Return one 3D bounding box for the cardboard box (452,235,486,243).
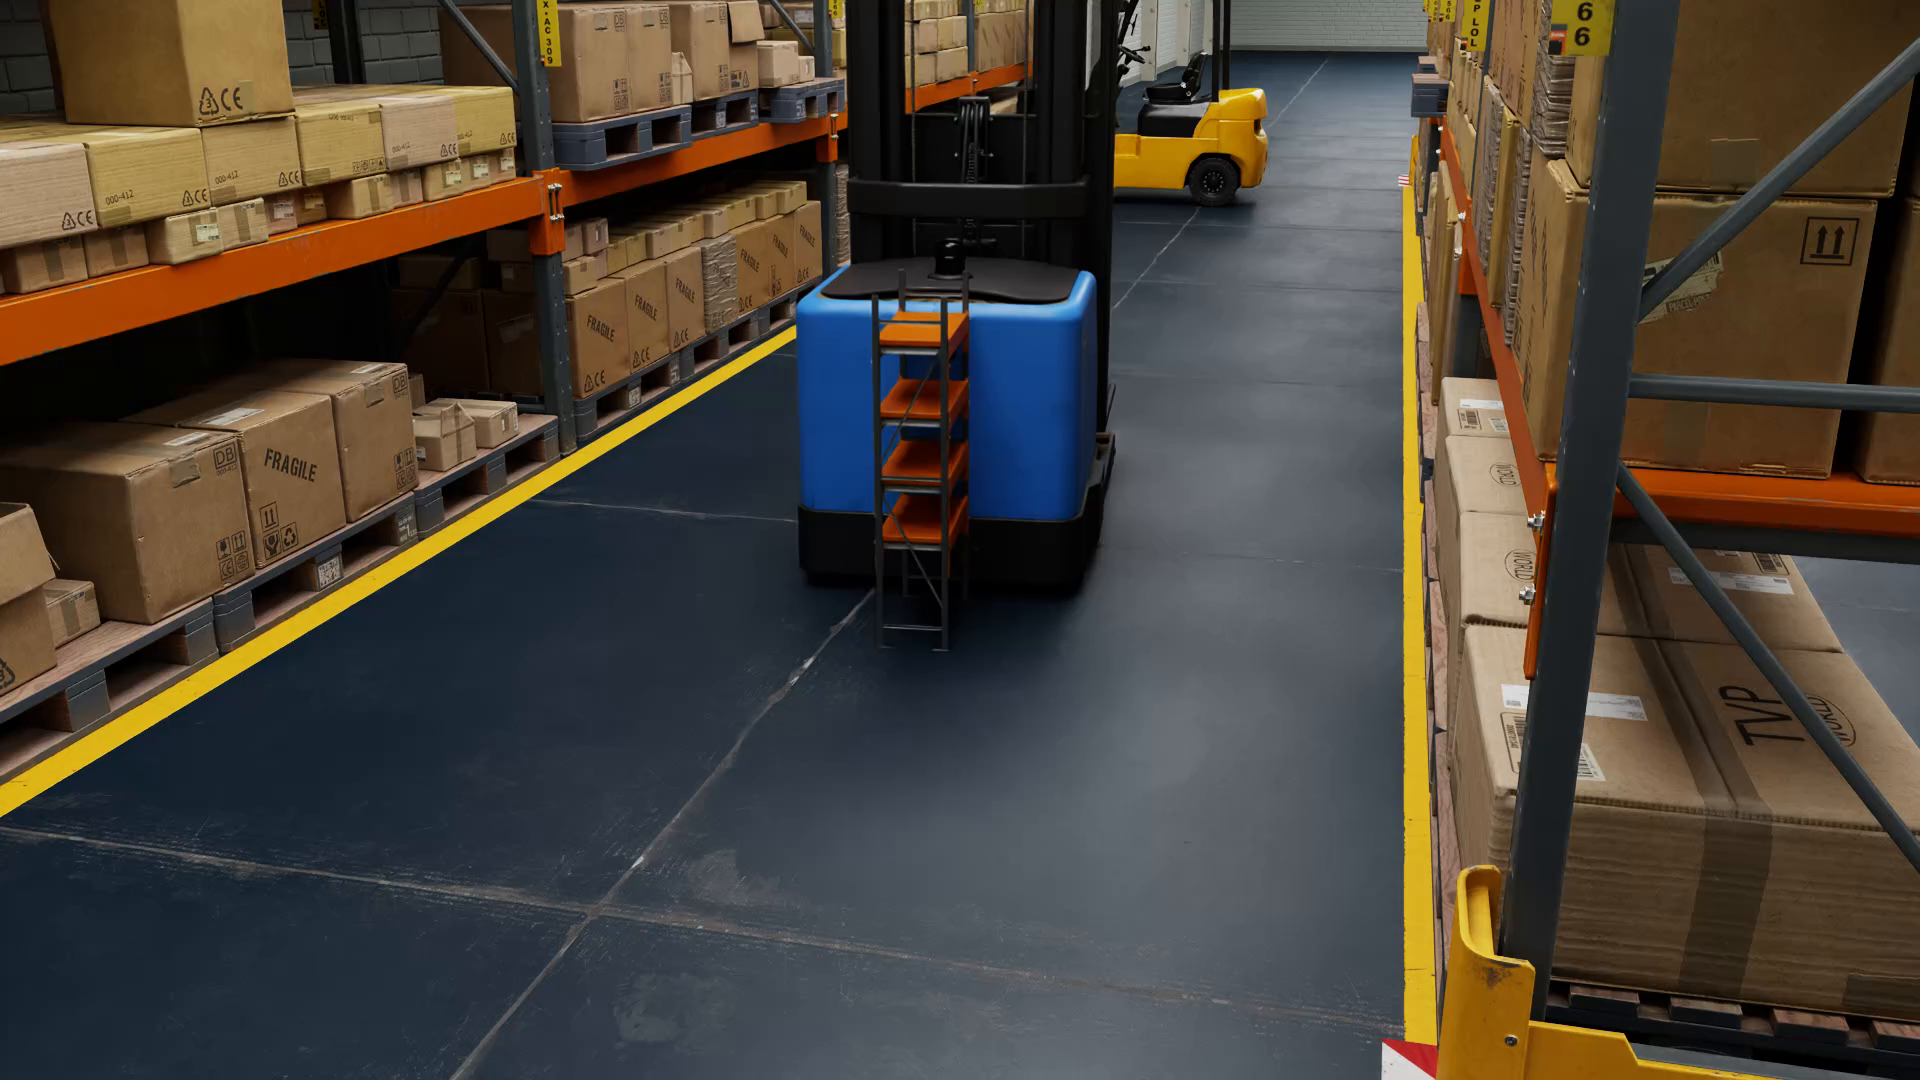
[{"bbox_3d":[-2.403,-1.485,8.607,0.380,0.149,0.250,5,19,14],"label":"cardboard box"}]

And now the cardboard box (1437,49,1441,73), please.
[{"bbox_3d":[3.456,-3.266,11.347,0.380,0.149,0.250,5,19,14],"label":"cardboard box"}]

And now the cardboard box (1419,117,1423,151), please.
[{"bbox_3d":[4.828,-4.084,16.448,0.500,0.500,0.500,4,19,11],"label":"cardboard box"}]

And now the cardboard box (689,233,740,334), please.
[{"bbox_3d":[-1.608,-1.499,9.654,0.500,0.500,0.500,4,19,11],"label":"cardboard box"}]

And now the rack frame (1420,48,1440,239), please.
[{"bbox_3d":[4.445,-3.981,13.701,1.000,3.000,0.127,5,19,13],"label":"rack frame"}]

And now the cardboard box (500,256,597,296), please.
[{"bbox_3d":[-1.978,-1.278,8.003,0.380,0.149,0.250,6,20,16],"label":"cardboard box"}]

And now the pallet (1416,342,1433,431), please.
[{"bbox_3d":[2.902,-0.785,8.659,1.003,0.211,1.213,5,19,13],"label":"pallet"}]

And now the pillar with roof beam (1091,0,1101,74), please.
[{"bbox_3d":[6.670,-11.738,27.132,9.100,9.000,0.400,5,19,13],"label":"pillar with roof beam"}]

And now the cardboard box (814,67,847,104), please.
[{"bbox_3d":[-1.001,-3.166,11.549,0.500,0.250,0.500,5,19,14],"label":"cardboard box"}]

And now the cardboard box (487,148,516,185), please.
[{"bbox_3d":[-2.157,-1.625,7.194,0.380,0.149,0.250,5,19,14],"label":"cardboard box"}]

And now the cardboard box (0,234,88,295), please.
[{"bbox_3d":[-2.786,-0.816,4.823,0.380,0.149,0.250,5,20,15],"label":"cardboard box"}]

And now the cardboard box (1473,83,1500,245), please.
[{"bbox_3d":[1.995,-1.237,5.513,0.500,0.500,0.500,5,19,14],"label":"cardboard box"}]

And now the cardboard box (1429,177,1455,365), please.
[{"bbox_3d":[2.996,-1.431,8.874,0.875,0.875,0.875,5,19,14],"label":"cardboard box"}]

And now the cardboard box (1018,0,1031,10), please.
[{"bbox_3d":[0.505,-5.445,16.829,0.380,0.149,0.250,5,19,14],"label":"cardboard box"}]

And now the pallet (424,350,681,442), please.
[{"bbox_3d":[-2.162,-0.802,8.710,1.003,0.211,1.213,5,19,13],"label":"pallet"}]

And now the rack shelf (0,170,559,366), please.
[{"bbox_3d":[-2.813,-0.897,5.785,1.077,0.370,4.000,5,19,13],"label":"rack shelf"}]

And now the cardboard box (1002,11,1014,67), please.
[{"bbox_3d":[0.226,-4.861,16.122,0.500,0.500,0.500,4,19,13],"label":"cardboard box"}]

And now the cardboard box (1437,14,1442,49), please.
[{"bbox_3d":[3.547,-3.599,11.320,0.500,0.500,0.500,3,19,10],"label":"cardboard box"}]

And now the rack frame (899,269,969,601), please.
[{"bbox_3d":[-0.090,-0.353,5.864,0.240,1.200,0.015,3,19,8],"label":"rack frame"}]

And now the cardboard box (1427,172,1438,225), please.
[{"bbox_3d":[4.319,-2.771,13.576,0.950,0.372,0.625,5,19,14],"label":"cardboard box"}]

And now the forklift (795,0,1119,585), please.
[{"bbox_3d":[0.121,-1.662,7.018,1.130,2.935,3.031,3,19,8],"label":"forklift"}]

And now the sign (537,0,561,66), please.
[{"bbox_3d":[-1.796,-2.233,7.246,0.100,0.325,0.005,5,19,13],"label":"sign"}]

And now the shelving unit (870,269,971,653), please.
[{"bbox_3d":[-0.124,-0.275,5.635,0.258,1.200,0.503,3,19,8],"label":"shelving unit"}]

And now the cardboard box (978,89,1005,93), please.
[{"bbox_3d":[0.188,-4.703,17.874,0.500,0.250,0.500,5,19,13],"label":"cardboard box"}]

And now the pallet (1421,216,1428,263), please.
[{"bbox_3d":[4.256,-2.417,13.437,1.003,0.211,1.213,5,19,13],"label":"pallet"}]

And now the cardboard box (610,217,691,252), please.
[{"bbox_3d":[-1.720,-1.692,9.216,0.380,0.149,0.250,5,20,15],"label":"cardboard box"}]

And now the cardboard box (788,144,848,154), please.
[{"bbox_3d":[-0.865,-2.804,13.279,0.875,0.625,0.625,4,19,11],"label":"cardboard box"}]

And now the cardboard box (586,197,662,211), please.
[{"bbox_3d":[-2.024,-1.973,10.036,0.380,0.149,0.250,4,19,12],"label":"cardboard box"}]

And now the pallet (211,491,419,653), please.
[{"bbox_3d":[-2.789,0.055,6.202,1.003,0.211,1.213,5,19,13],"label":"pallet"}]

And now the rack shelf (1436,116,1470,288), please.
[{"bbox_3d":[2.979,-1.760,8.311,1.077,0.370,4.000,5,19,13],"label":"rack shelf"}]

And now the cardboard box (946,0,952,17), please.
[{"bbox_3d":[-0.283,-4.519,14.118,0.380,0.149,0.250,4,19,13],"label":"cardboard box"}]

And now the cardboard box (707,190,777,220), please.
[{"bbox_3d":[-1.365,-2.099,10.405,0.380,0.149,0.250,4,19,12],"label":"cardboard box"}]

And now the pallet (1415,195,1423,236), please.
[{"bbox_3d":[4.575,-2.874,14.776,1.003,0.211,1.213,5,19,13],"label":"pallet"}]

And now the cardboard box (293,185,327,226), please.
[{"bbox_3d":[-2.537,-1.224,6.019,0.380,0.149,0.250,5,19,14],"label":"cardboard box"}]

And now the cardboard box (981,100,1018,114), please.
[{"bbox_3d":[0.298,-4.185,16.358,0.500,0.250,0.500,5,20,15],"label":"cardboard box"}]

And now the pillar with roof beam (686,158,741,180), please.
[{"bbox_3d":[2.272,-6.096,10.614,9.100,9.000,0.400,5,19,13],"label":"pillar with roof beam"}]

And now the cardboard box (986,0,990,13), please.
[{"bbox_3d":[0.062,-4.970,15.439,0.380,0.149,0.250,5,19,13],"label":"cardboard box"}]

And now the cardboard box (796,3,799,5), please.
[{"bbox_3d":[-1.393,-3.840,12.130,0.380,0.149,0.250,4,19,12],"label":"cardboard box"}]

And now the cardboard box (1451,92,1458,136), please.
[{"bbox_3d":[2.996,-2.360,9.188,0.500,0.250,0.500,4,19,12],"label":"cardboard box"}]

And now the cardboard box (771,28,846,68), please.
[{"bbox_3d":[-0.977,-3.401,11.463,0.500,0.250,0.500,5,19,13],"label":"cardboard box"}]

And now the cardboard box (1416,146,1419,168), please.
[{"bbox_3d":[4.957,-3.901,17.072,0.500,0.250,0.500,4,19,13],"label":"cardboard box"}]

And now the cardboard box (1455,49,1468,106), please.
[{"bbox_3d":[2.706,-2.278,8.175,0.500,0.250,0.500,5,19,14],"label":"cardboard box"}]

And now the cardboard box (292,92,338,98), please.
[{"bbox_3d":[-2.823,-1.642,6.626,0.500,0.250,0.500,4,19,13],"label":"cardboard box"}]

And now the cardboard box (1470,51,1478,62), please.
[{"bbox_3d":[2.475,-2.316,7.126,0.500,0.500,0.500,5,19,14],"label":"cardboard box"}]

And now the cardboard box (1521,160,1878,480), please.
[{"bbox_3d":[1.374,-0.439,3.177,0.500,0.500,0.500,5,19,14],"label":"cardboard box"}]

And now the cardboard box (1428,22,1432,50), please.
[{"bbox_3d":[4.791,-4.973,15.993,0.500,0.500,0.500,4,19,12],"label":"cardboard box"}]

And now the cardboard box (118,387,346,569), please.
[{"bbox_3d":[-2.587,-0.233,5.946,0.500,0.500,0.500,5,19,14],"label":"cardboard box"}]

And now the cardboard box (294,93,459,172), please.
[{"bbox_3d":[-2.320,-1.597,6.493,0.500,0.250,0.500,5,19,14],"label":"cardboard box"}]

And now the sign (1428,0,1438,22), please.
[{"bbox_3d":[3.917,-4.431,13.679,0.100,0.325,0.005,5,19,13],"label":"sign"}]

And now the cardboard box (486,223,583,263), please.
[{"bbox_3d":[-2.037,-1.424,7.969,0.380,0.149,0.250,4,19,12],"label":"cardboard box"}]

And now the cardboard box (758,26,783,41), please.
[{"bbox_3d":[-1.506,-3.446,11.594,0.500,0.250,0.500,5,20,15],"label":"cardboard box"}]

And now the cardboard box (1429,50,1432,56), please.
[{"bbox_3d":[4.840,-4.792,16.466,0.380,0.149,0.250,5,19,14],"label":"cardboard box"}]

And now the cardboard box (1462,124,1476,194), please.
[{"bbox_3d":[2.355,-1.563,6.854,0.500,0.250,0.500,4,19,12],"label":"cardboard box"}]

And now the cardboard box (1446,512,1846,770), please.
[{"bbox_3d":[1.793,0.292,4.506,0.875,0.438,0.875,5,20,15],"label":"cardboard box"}]

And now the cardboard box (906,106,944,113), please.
[{"bbox_3d":[-0.437,-3.912,15.556,0.500,0.250,0.500,5,20,14],"label":"cardboard box"}]

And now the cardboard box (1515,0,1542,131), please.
[{"bbox_3d":[1.623,-1.231,3.948,0.500,0.500,0.500,5,19,13],"label":"cardboard box"}]

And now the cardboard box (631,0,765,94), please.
[{"bbox_3d":[-1.566,-2.839,9.549,0.797,0.503,0.637,4,19,12],"label":"cardboard box"}]
